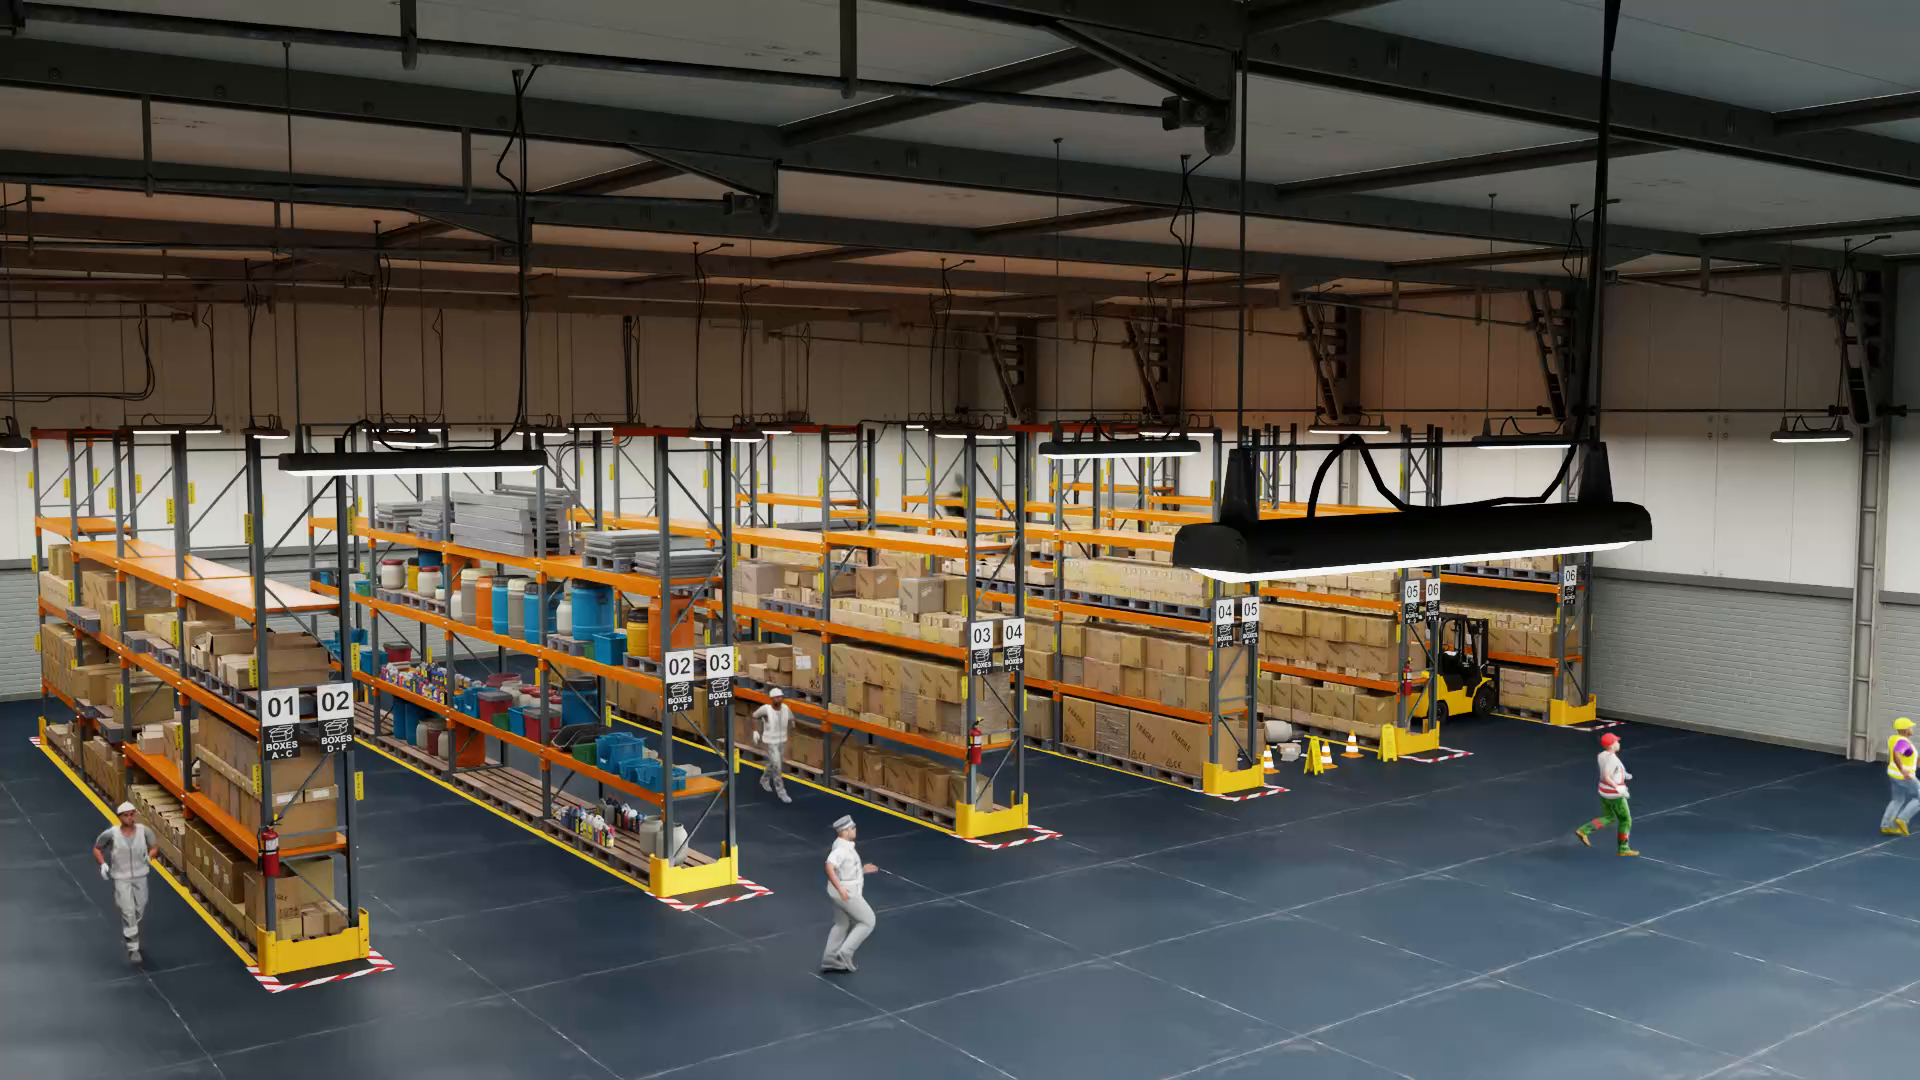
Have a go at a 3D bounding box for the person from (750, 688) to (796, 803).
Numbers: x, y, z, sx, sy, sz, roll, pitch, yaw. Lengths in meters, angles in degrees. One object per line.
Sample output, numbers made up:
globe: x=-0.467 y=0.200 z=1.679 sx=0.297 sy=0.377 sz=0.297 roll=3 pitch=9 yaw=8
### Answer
person: x=-3.006 y=3.291 z=27.000 sx=0.674 sy=1.803 sz=0.956 roll=-4 pitch=6 yaw=-43

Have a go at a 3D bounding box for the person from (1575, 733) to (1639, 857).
person: x=9.189 y=3.605 z=23.532 sx=0.867 sy=1.760 sz=0.669 roll=0 pitch=4 yaw=3

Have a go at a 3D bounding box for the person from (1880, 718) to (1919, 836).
person: x=14.037 y=3.515 z=24.690 sx=0.666 sy=1.747 sz=0.695 roll=0 pitch=4 yaw=3

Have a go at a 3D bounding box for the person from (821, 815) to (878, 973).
person: x=-1.238 y=3.982 z=18.748 sx=0.660 sy=1.779 sz=0.655 roll=-1 pitch=5 yaw=-15

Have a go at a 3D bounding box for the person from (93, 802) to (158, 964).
person: x=-9.618 y=3.916 z=19.248 sx=0.651 sy=1.796 sz=0.855 roll=-4 pitch=6 yaw=-39
